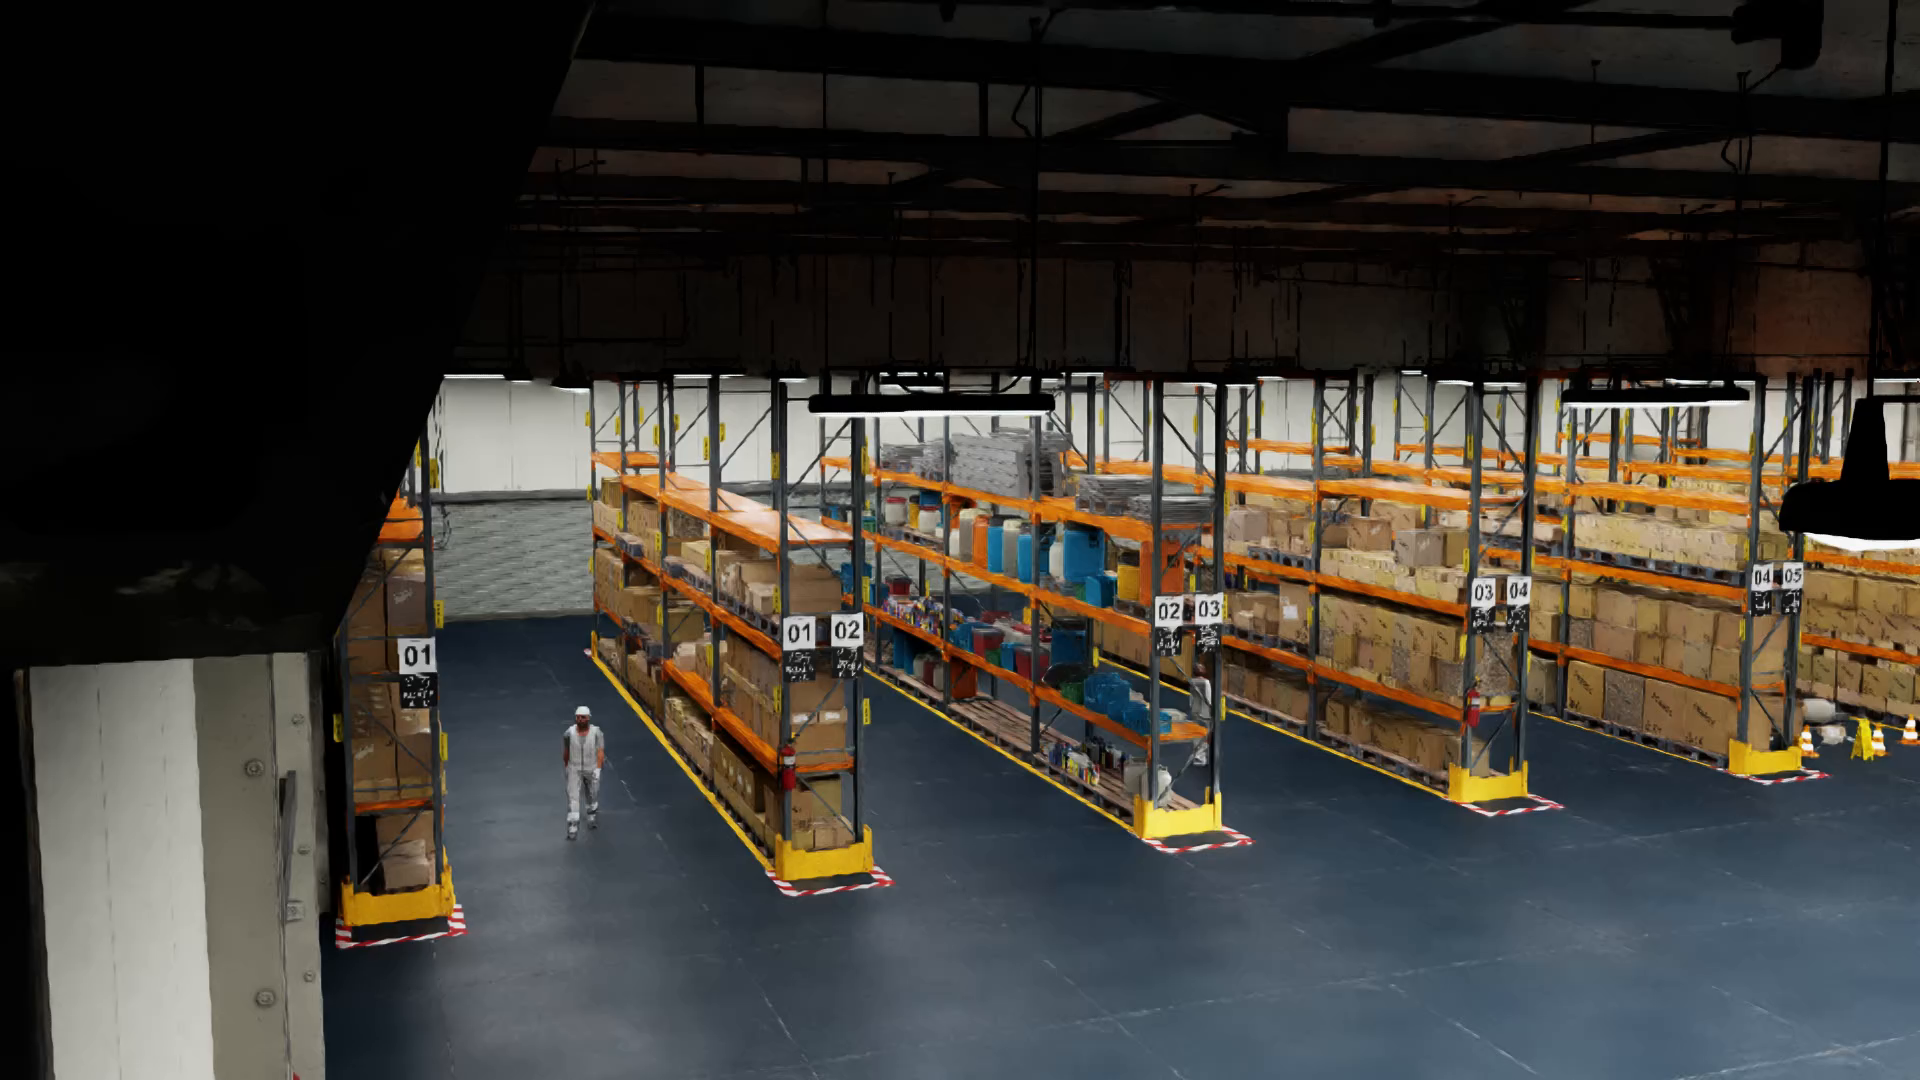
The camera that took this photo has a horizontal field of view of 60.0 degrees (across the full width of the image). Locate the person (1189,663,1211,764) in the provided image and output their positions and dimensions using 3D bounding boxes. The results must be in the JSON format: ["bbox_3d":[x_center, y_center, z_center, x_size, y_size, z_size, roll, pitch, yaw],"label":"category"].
[{"bbox_3d":[3.707,2.686,25.600,0.458,1.594,0.407,6,8,41],"label":"person"}]

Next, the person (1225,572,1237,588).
[{"bbox_3d":[7.133,0.671,43.506,0.553,1.634,0.540,2,7,16],"label":"person"}]

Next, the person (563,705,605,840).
[{"bbox_3d":[-4.940,3.023,21.866,0.534,1.726,1.038,-1,6,-11],"label":"person"}]
